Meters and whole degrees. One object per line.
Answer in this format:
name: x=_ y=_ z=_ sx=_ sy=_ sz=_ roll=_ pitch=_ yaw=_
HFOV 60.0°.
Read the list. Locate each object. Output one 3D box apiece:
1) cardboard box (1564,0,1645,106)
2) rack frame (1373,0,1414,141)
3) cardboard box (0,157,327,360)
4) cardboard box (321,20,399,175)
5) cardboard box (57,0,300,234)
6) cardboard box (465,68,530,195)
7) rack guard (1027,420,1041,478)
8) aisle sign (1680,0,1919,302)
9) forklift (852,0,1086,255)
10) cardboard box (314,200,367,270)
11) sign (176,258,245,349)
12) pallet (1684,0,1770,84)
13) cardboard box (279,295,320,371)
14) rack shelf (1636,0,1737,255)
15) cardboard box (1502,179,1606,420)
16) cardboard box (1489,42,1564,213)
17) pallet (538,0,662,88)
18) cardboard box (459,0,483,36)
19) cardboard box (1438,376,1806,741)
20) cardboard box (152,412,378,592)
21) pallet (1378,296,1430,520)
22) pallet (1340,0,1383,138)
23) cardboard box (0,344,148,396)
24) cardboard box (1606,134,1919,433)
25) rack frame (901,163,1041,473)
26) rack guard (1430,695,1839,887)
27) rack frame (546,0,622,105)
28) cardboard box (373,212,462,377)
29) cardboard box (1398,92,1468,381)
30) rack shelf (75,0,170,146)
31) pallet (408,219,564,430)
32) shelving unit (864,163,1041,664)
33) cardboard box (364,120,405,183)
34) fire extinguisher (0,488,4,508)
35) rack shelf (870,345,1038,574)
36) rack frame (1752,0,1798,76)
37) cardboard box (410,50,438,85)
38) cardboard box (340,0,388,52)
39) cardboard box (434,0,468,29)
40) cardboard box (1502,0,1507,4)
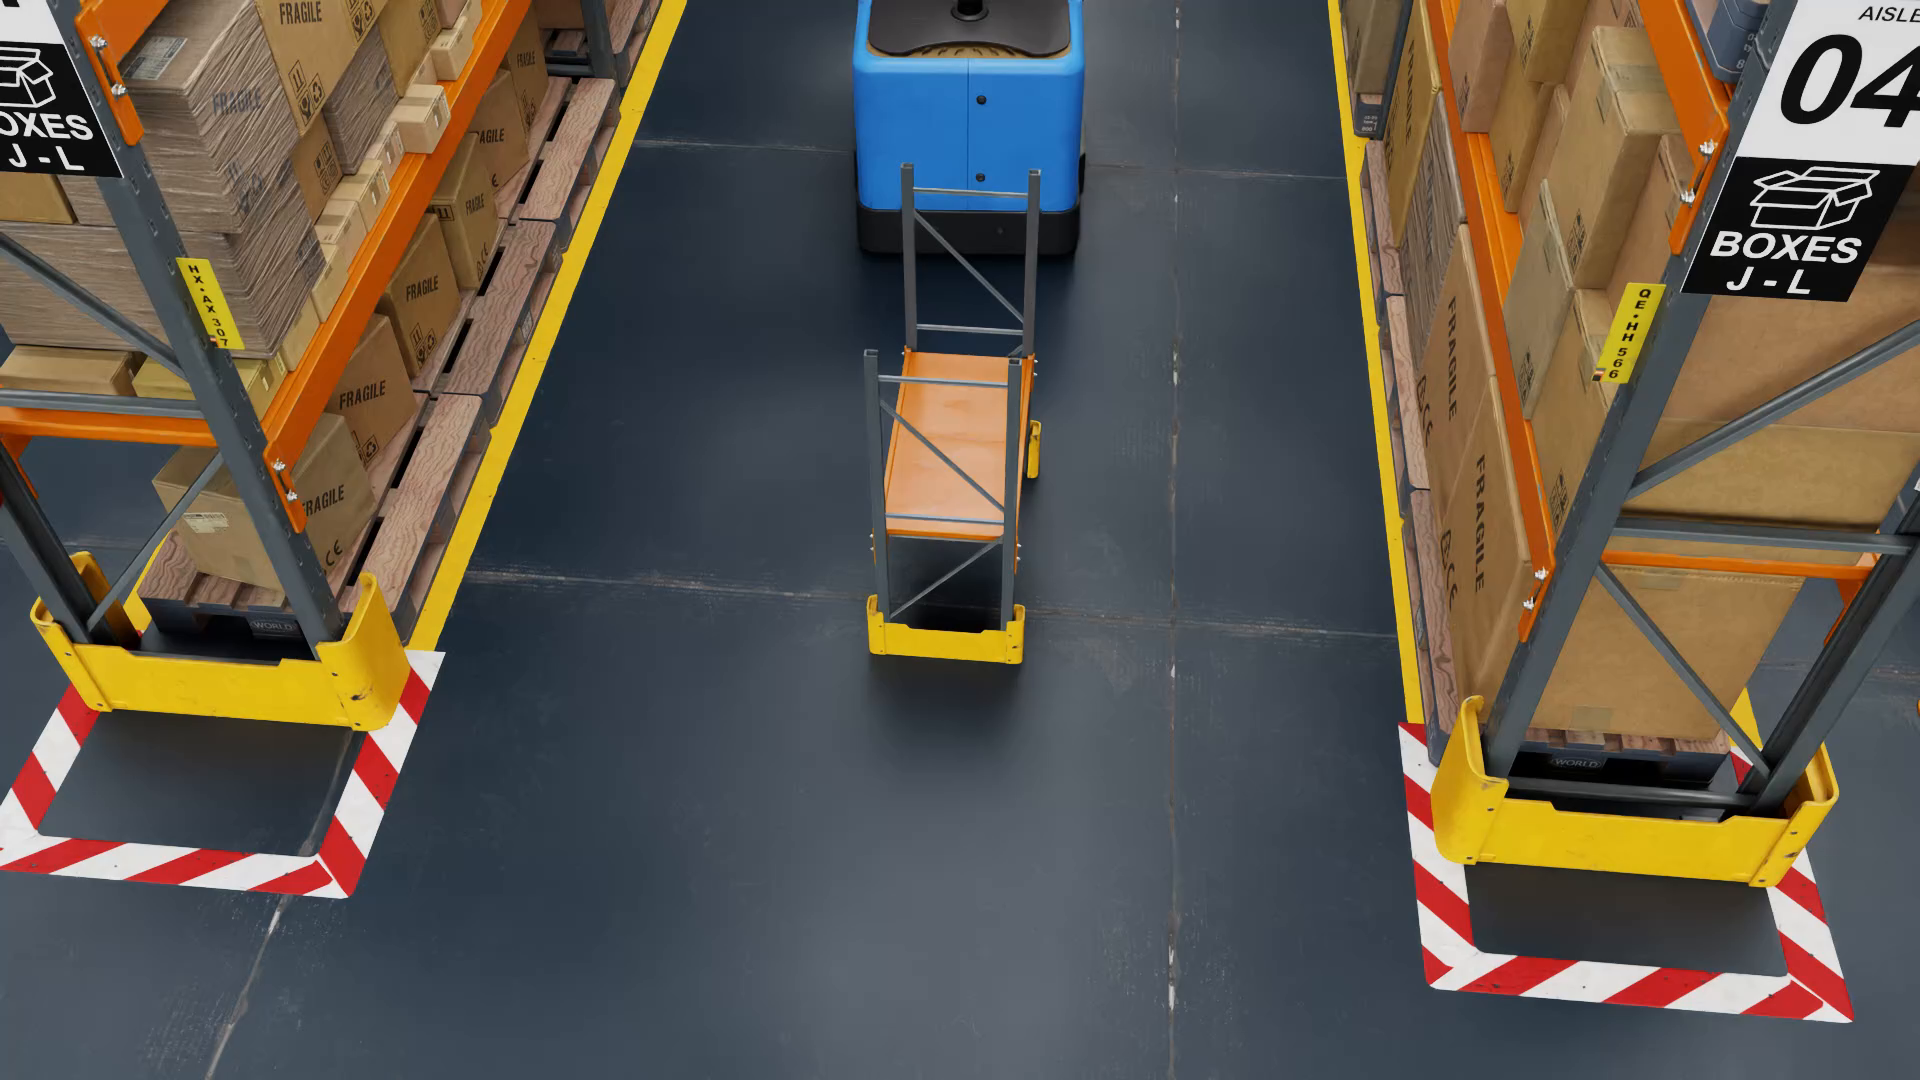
cardboard box: x=2.467 y=-1.506 z=5.261 sx=0.875 sy=0.550 sz=0.550 roll=4 pitch=48 yaw=4
rack frame: x=2.614 y=-2.948 z=7.413 sx=1.000 sy=3.000 sz=0.127 roll=4 pitch=48 yaw=4
cardboard box: x=-2.603 y=-0.952 z=5.319 sx=0.875 sy=0.500 sz=0.500 roll=4 pitch=48 yaw=4
cardboard box: x=-2.588 y=-1.692 z=5.996 sx=0.875 sy=0.500 sz=0.500 roll=4 pitch=48 yaw=4
cardboard box: x=-2.359 y=-1.273 z=4.935 sx=0.500 sy=0.500 sz=0.500 roll=4 pitch=48 yaw=4
cardboard box: x=-2.437 y=-1.941 z=7.902 sx=0.500 sy=0.500 sz=0.500 roll=18 pitch=50 yaw=16
rack guard: x=0.038 y=-0.394 z=6.941 sx=0.587 sy=0.250 sz=0.087 roll=4 pitch=48 yaw=4
aisle sign: x=1.945 y=-0.854 z=3.736 sx=0.394 sy=0.787 sz=0.004 roll=4 pitch=48 yaw=4
forklift: x=0.065 y=-3.417 z=7.889 sx=1.130 sy=2.935 sz=3.031 roll=1 pitch=48 yaw=1
cardboard box: x=-2.335 y=-1.075 z=5.871 sx=0.380 sy=0.149 sz=0.250 roll=4 pitch=48 yaw=4
sign: x=-2.140 y=-0.672 z=4.745 sx=0.100 sy=0.325 sz=0.005 roll=4 pitch=48 yaw=4
pallet: x=2.307 y=-1.536 z=4.150 sx=1.003 sy=0.211 sz=1.213 roll=4 pitch=48 yaw=4
cardboard box: x=-2.375 y=-0.707 z=5.534 sx=0.380 sy=0.149 sz=0.250 roll=4 pitch=48 yaw=4
rack shelf: x=2.432 y=-2.247 z=5.227 sx=1.077 sy=0.370 sz=4.000 roll=4 pitch=48 yaw=4
cardboard box: x=2.267 y=-0.740 z=5.293 sx=0.875 sy=0.550 sz=0.550 roll=4 pitch=48 yaw=4
cardboard box: x=2.450 y=-1.535 z=6.020 sx=0.875 sy=0.550 sz=0.500 roll=4 pitch=48 yaw=4
pallet: x=-2.246 y=-2.986 z=9.338 sx=1.003 sy=0.211 sz=1.213 roll=4 pitch=48 yaw=4
cardboard box: x=-2.206 y=-2.178 z=6.879 sx=0.380 sy=0.149 sz=0.250 roll=4 pitch=48 yaw=4
cardboard box: x=2.246 y=0.064 z=5.814 sx=0.875 sy=0.875 sz=0.875 roll=4 pitch=48 yaw=4
cardboard box: x=-2.607 y=-0.172 z=6.284 sx=0.500 sy=0.500 sz=0.500 roll=12 pitch=49 yaw=11
pallet: x=2.359 y=-0.554 z=7.114 sx=1.003 sy=0.211 sz=1.213 roll=4 pitch=48 yaw=4
pallet: x=2.610 y=-2.578 z=8.965 sx=1.003 sy=0.211 sz=1.213 roll=4 pitch=48 yaw=4
cardboard box: x=-2.860 y=-0.555 z=5.395 sx=0.380 sy=0.149 sz=0.250 roll=4 pitch=48 yaw=4
cardboard box: x=2.322 y=-0.693 z=4.518 sx=0.875 sy=0.550 sz=0.550 roll=4 pitch=48 yaw=4
rack frame: x=0.039 y=-0.817 z=6.481 sx=0.500 sy=1.500 sz=0.032 roll=4 pitch=48 yaw=4
rack guard: x=2.248 y=0.853 z=5.631 sx=1.175 sy=0.500 sz=0.348 roll=4 pitch=48 yaw=4
rack frame: x=-2.316 y=-3.355 z=7.786 sx=1.000 sy=3.000 sz=0.127 roll=4 pitch=48 yaw=4
cardboard box: x=-2.510 y=-1.072 z=7.107 sx=0.500 sy=0.500 sz=0.500 roll=8 pitch=48 yaw=7
cardboard box: x=2.409 y=-1.252 z=7.018 sx=0.875 sy=0.875 sz=0.875 roll=4 pitch=48 yaw=4
rack shelf: x=-2.498 y=-2.655 z=5.600 sx=1.077 sy=0.370 sz=4.000 roll=4 pitch=48 yaw=4
pallet: x=-2.450 y=-1.019 z=7.539 sx=1.003 sy=0.211 sz=1.213 roll=4 pitch=48 yaw=4
shelving unit: x=-0.007 y=-0.450 z=6.145 sx=0.587 sy=1.500 sz=1.083 roll=4 pitch=48 yaw=4
cardboard box: x=-2.310 y=-1.444 z=6.208 sx=0.380 sy=0.149 sz=0.250 roll=4 pitch=48 yaw=4
fire extinguisher: x=-3.150 y=-0.337 z=5.078 sx=0.296 sy=0.674 sz=0.183 roll=4 pitch=48 yaw=4
rack shelf: x=-0.008 y=-0.322 z=6.272 sx=0.538 sy=0.185 sz=1.000 roll=4 pitch=48 yaw=4
rack frame: x=2.250 y=-2.033 z=2.511 sx=1.000 sy=3.000 sz=0.127 roll=4 pitch=48 yaw=4
cardboard box: x=-2.293 y=-1.813 z=6.546 sx=0.380 sy=0.149 sz=0.250 roll=4 pitch=48 yaw=4
cardboard box: x=-2.262 y=-2.008 z=5.607 sx=0.500 sy=0.500 sz=0.500 roll=4 pitch=48 yaw=4
cardboard box: x=-2.444 y=-2.424 z=6.665 sx=0.875 sy=0.500 sz=0.500 roll=4 pitch=48 yaw=4
cardboard box: x=2.426 y=-2.294 z=5.982 sx=0.875 sy=0.550 sz=0.550 roll=4 pitch=48 yaw=4
